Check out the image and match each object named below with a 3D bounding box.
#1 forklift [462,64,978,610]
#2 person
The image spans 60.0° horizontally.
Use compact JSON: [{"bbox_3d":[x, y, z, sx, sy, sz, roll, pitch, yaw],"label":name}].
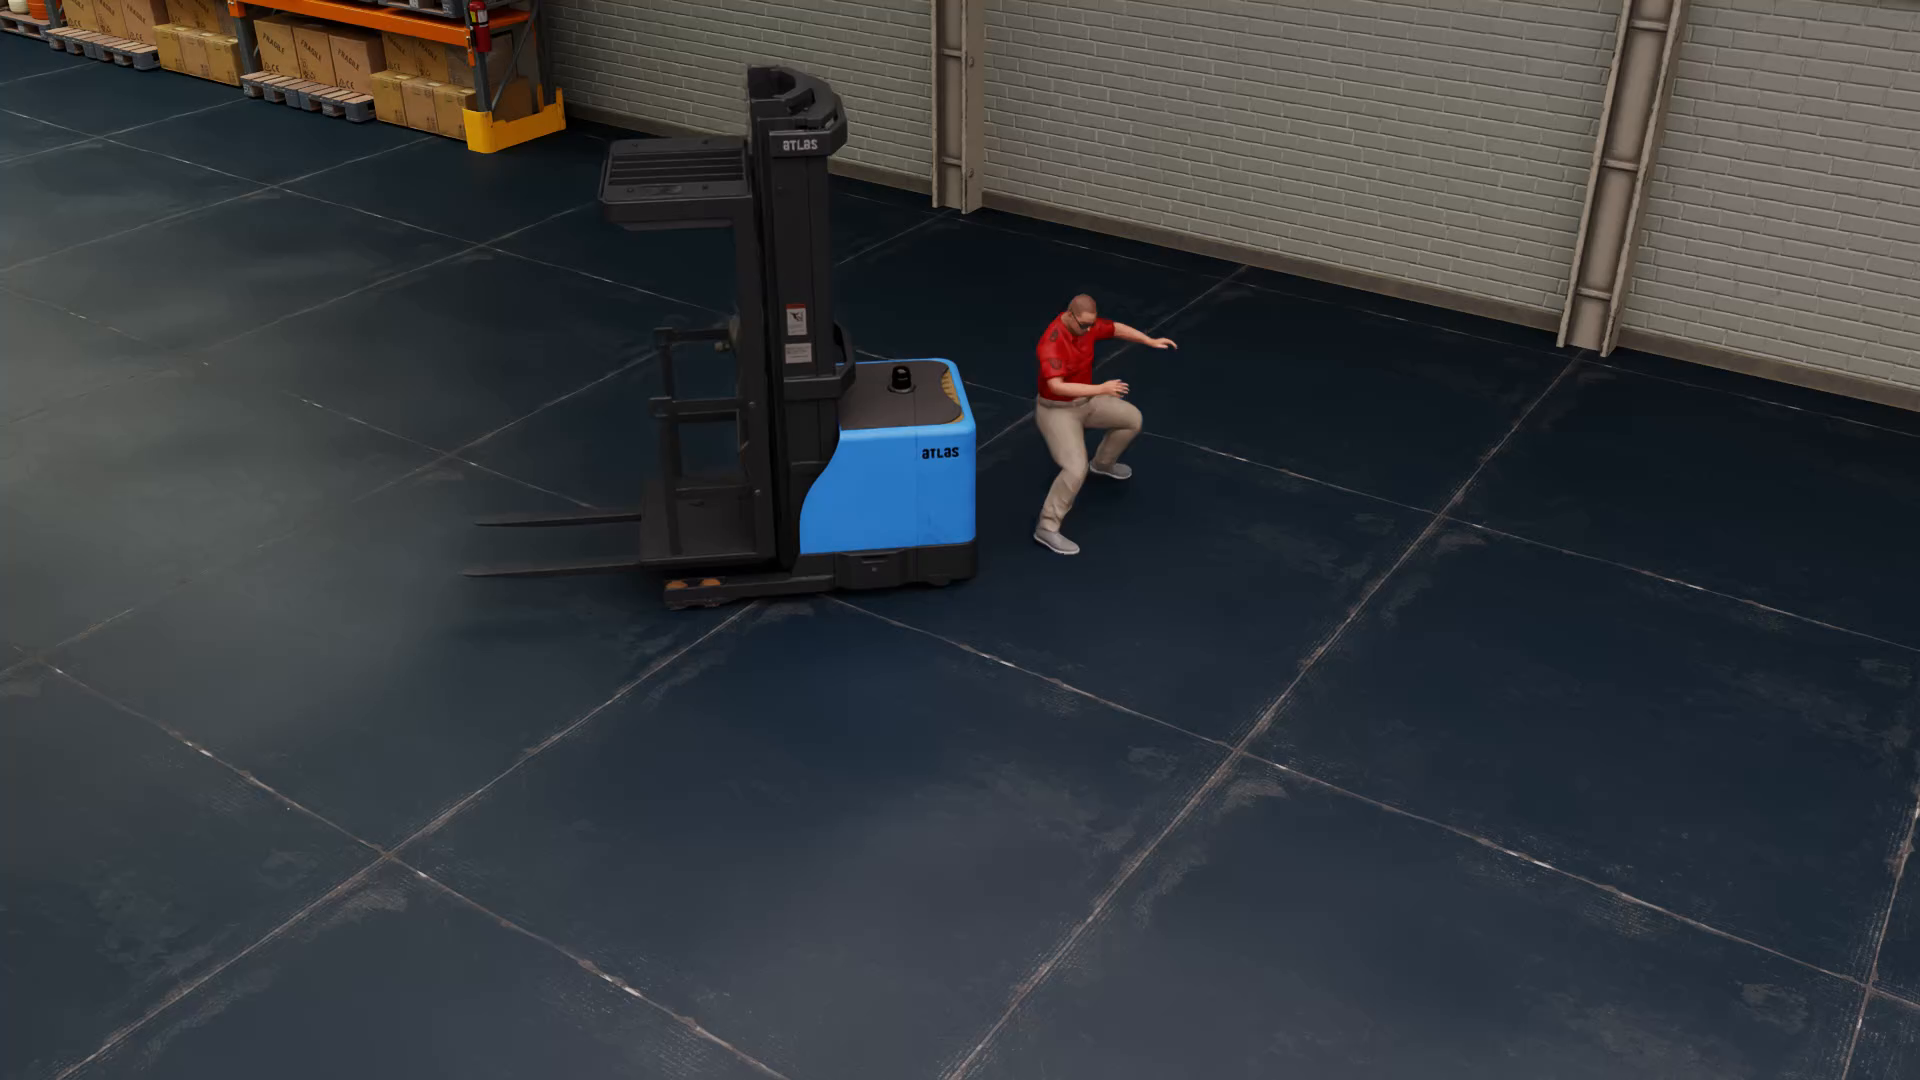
[{"bbox_3d":[-1.451,-1.140,9.544,3.031,2.935,1.130,-4,30,-7],"label":"forklift"},{"bbox_3d":[0.837,-0.833,10.456,0.706,1.490,1.138,23,37,34],"label":"person"}]
